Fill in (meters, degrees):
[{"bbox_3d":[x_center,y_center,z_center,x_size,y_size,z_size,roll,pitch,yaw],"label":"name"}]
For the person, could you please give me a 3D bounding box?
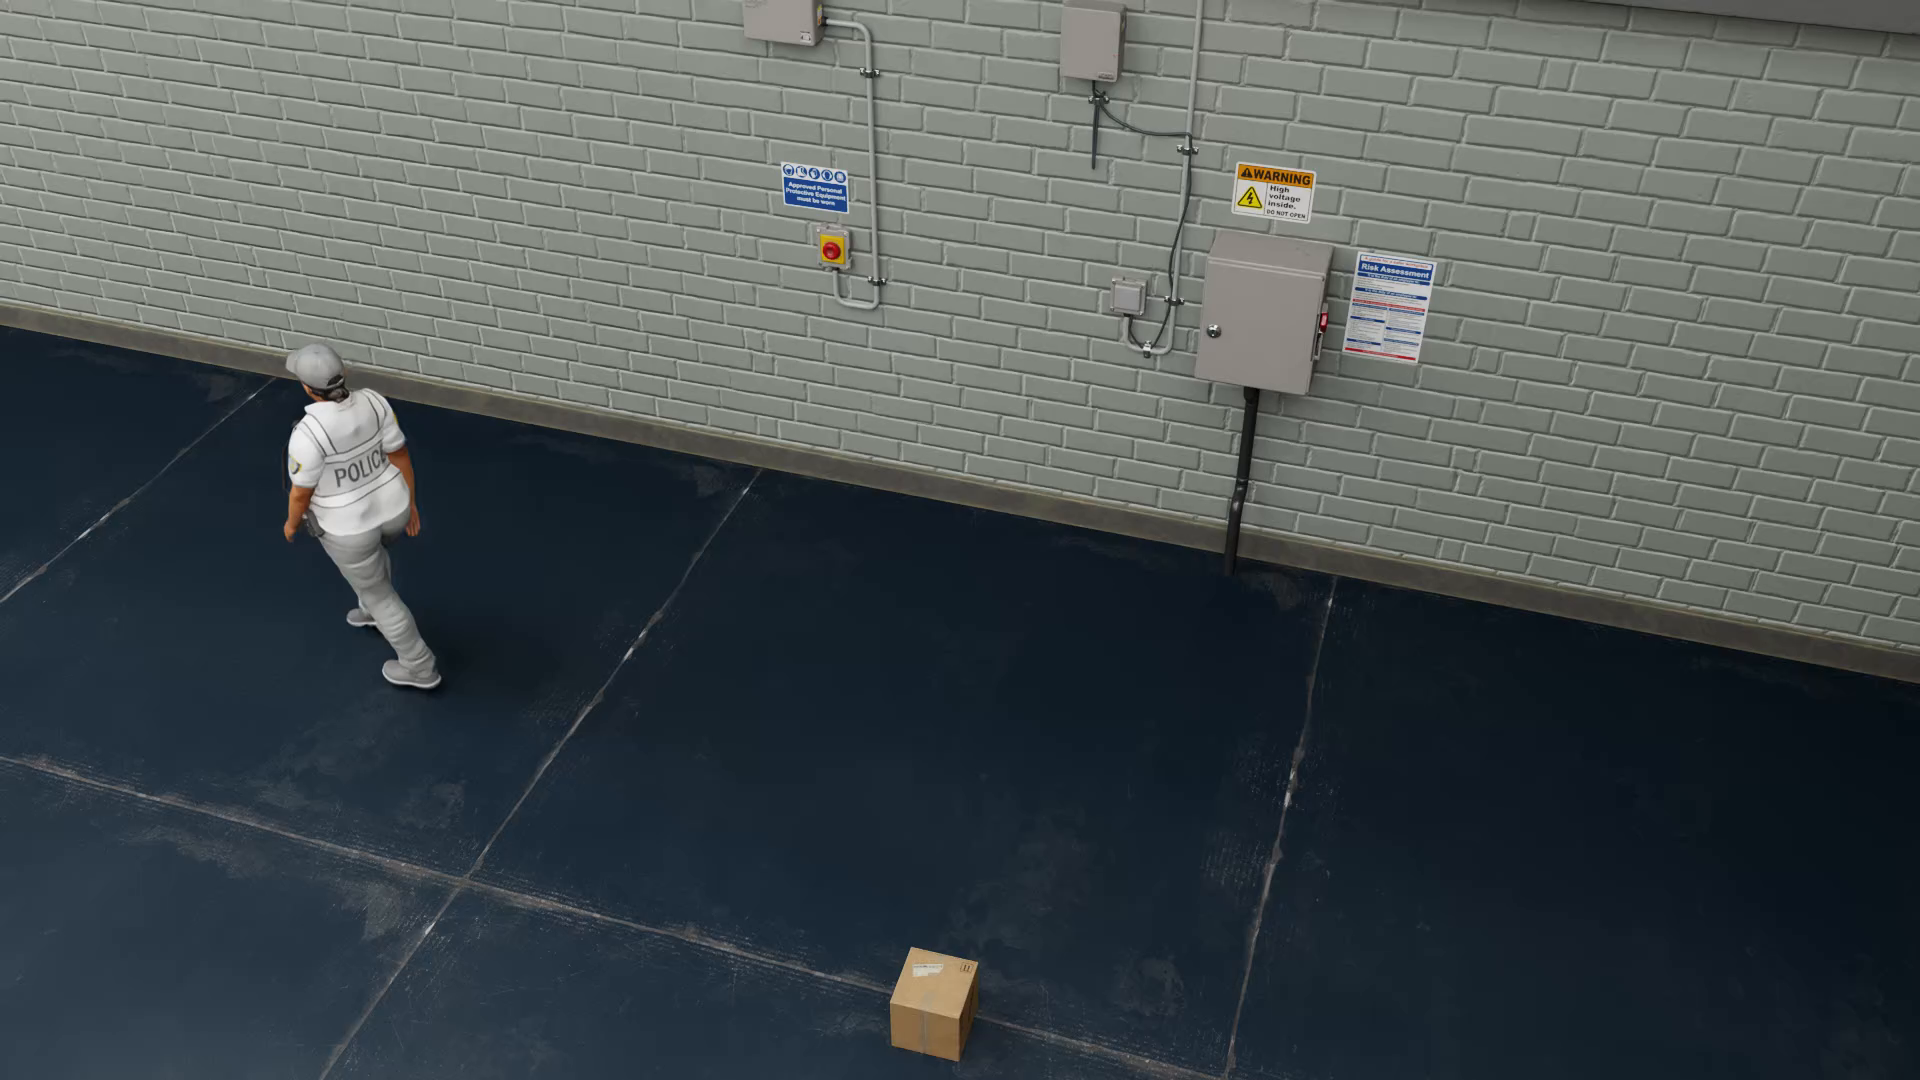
[{"bbox_3d":[-2.607,-0.112,7.040,0.764,1.683,0.489,20,41,24],"label":"person"}]
